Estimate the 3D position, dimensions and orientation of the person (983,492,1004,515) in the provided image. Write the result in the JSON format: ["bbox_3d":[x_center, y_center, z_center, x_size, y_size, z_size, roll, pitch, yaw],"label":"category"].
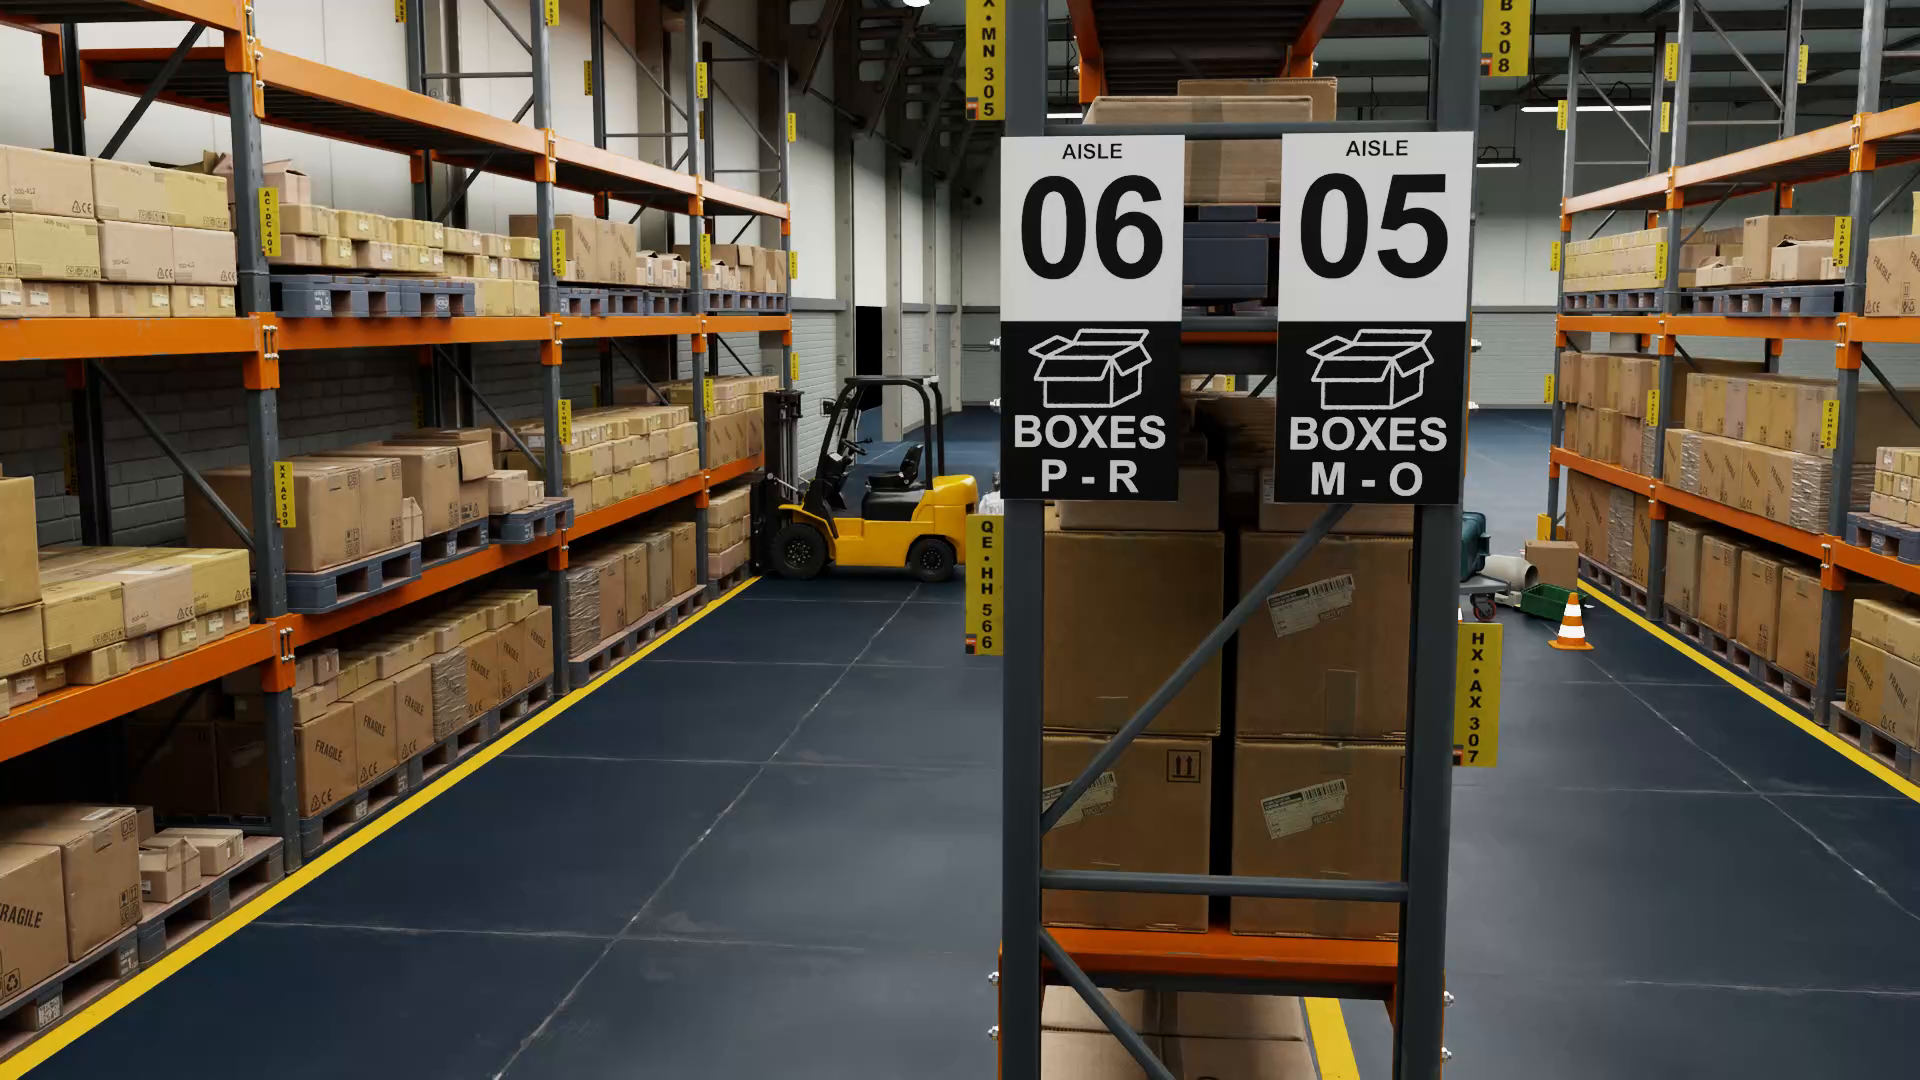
[{"bbox_3d":[0.403,0.111,15.636,0.443,1.104,0.532,1,8,6],"label":"person"}]
